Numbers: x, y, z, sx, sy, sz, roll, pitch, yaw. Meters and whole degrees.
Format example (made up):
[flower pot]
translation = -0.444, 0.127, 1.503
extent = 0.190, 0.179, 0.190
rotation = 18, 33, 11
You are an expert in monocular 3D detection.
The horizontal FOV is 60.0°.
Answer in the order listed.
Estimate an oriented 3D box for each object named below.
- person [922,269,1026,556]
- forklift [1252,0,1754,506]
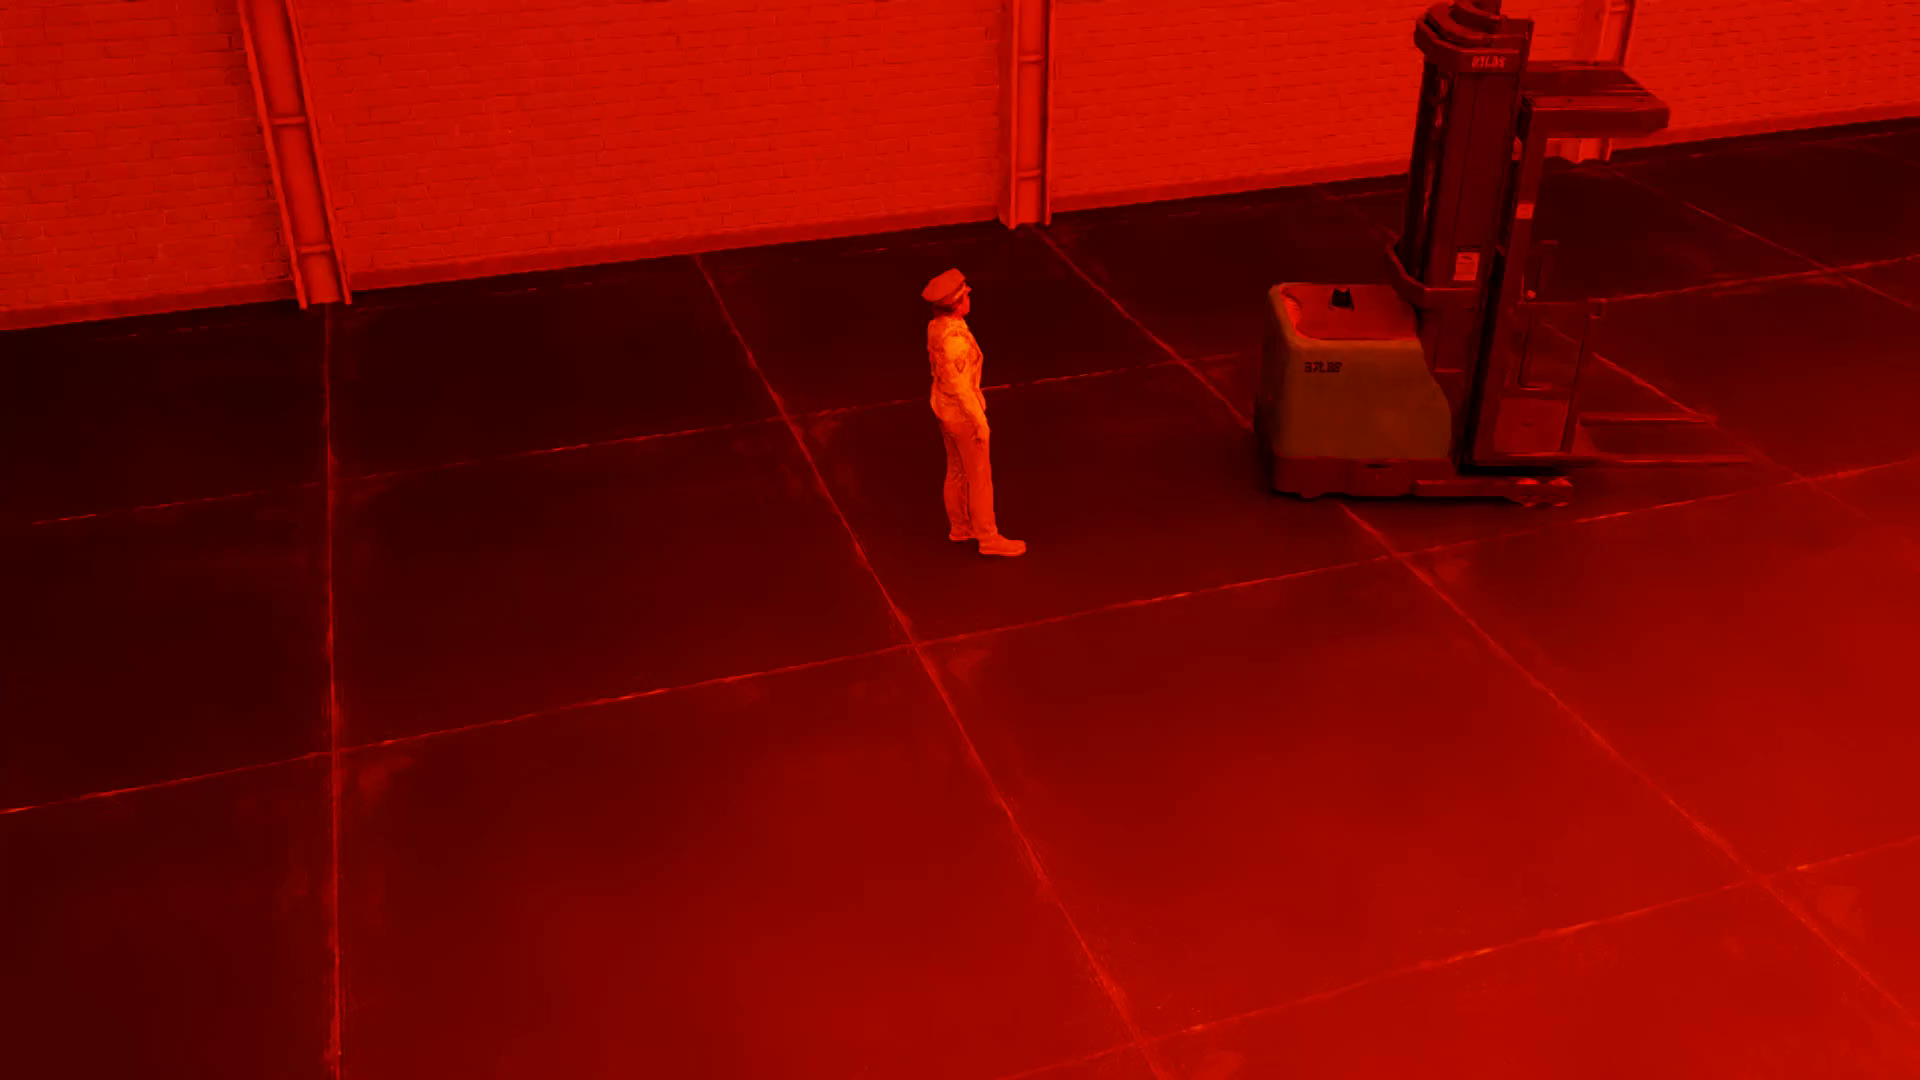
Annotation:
[person]
translation = 0.066, -0.749, 9.613
extent = 0.533, 1.695, 0.586
rotation = -10, 31, -16
[forklift]
translation = 3.478, -1.751, 10.131
extent = 3.031, 2.935, 1.130
rotation = 1, 30, 1
